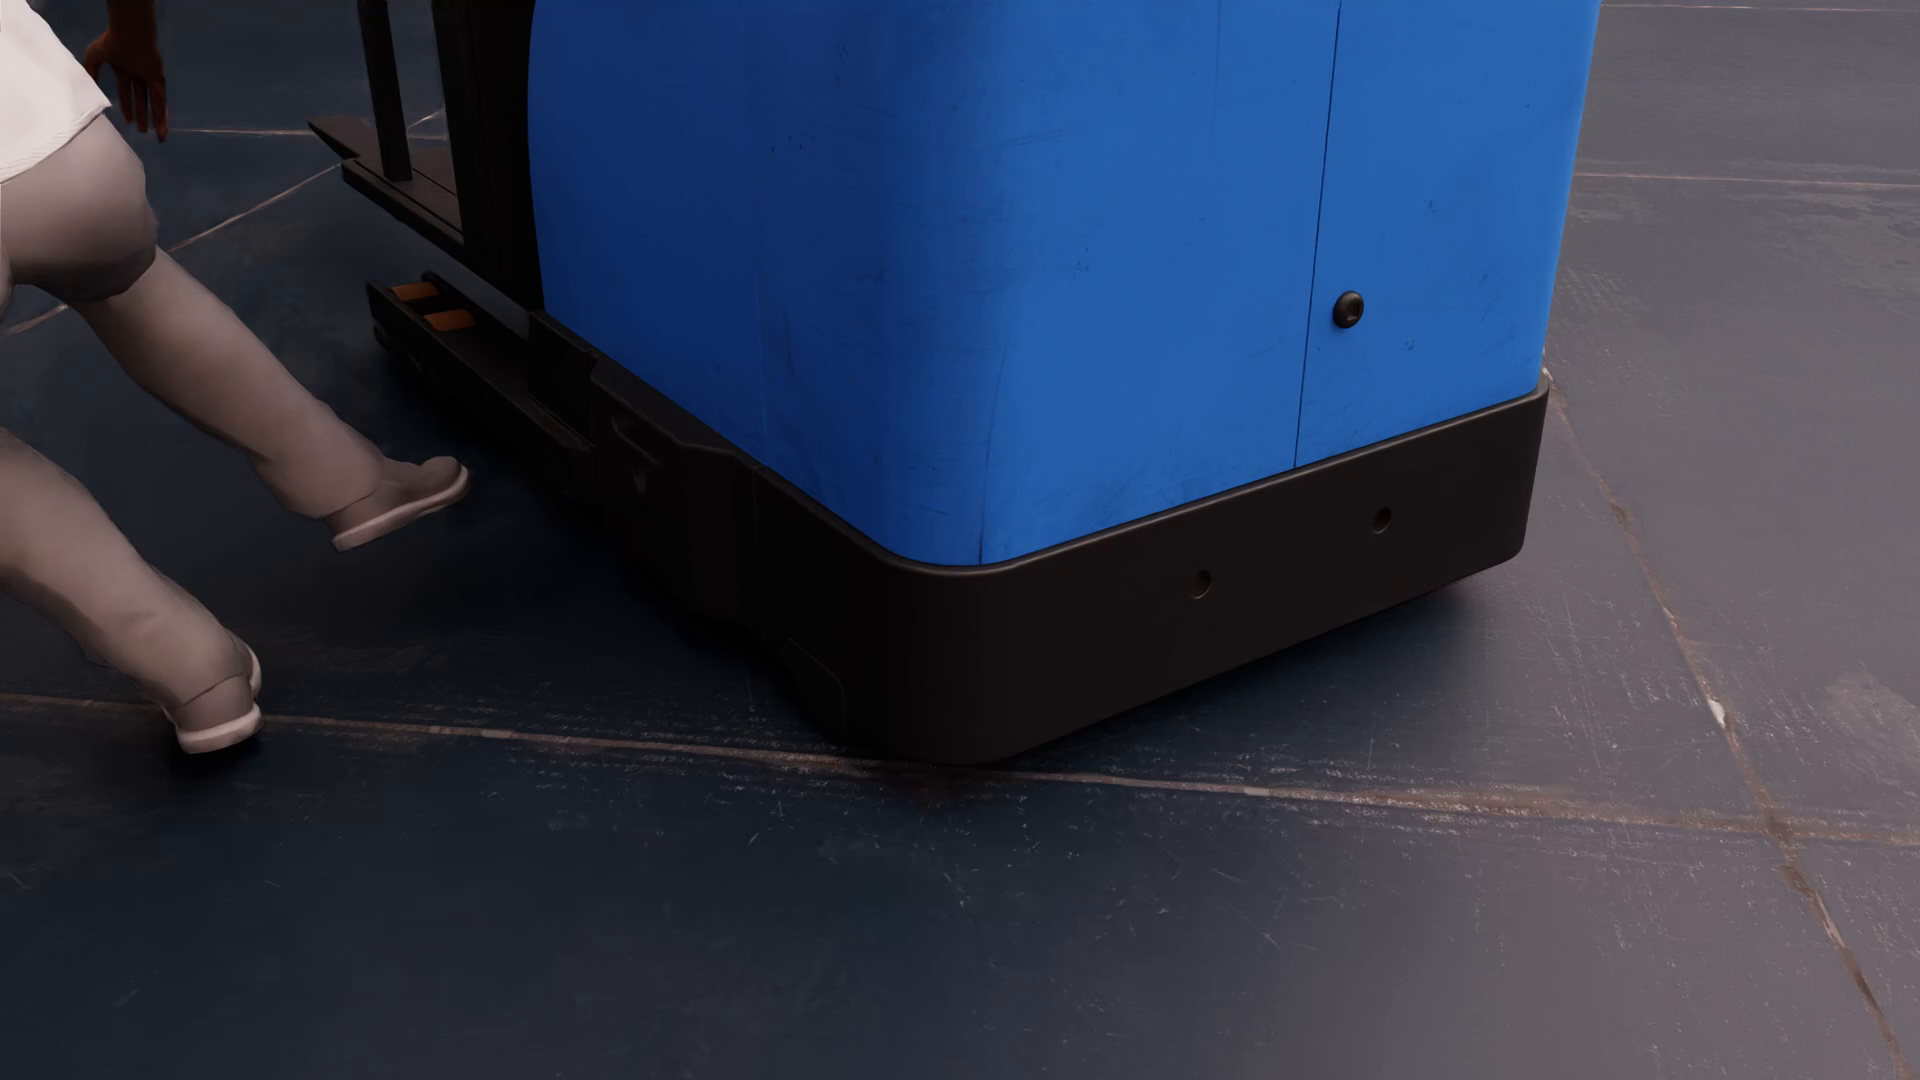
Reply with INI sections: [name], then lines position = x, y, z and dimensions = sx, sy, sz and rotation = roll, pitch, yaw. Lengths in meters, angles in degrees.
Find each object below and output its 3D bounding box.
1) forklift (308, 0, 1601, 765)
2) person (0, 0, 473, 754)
[forklift]
position = -0.455, -1.668, 2.561
dimensions = 1.130, 2.935, 3.031
rotation = -17, 31, -30
[person]
position = -1.125, -0.438, 1.782
dimensions = 0.900, 1.416, 1.095
rotation = 17, 31, 31
